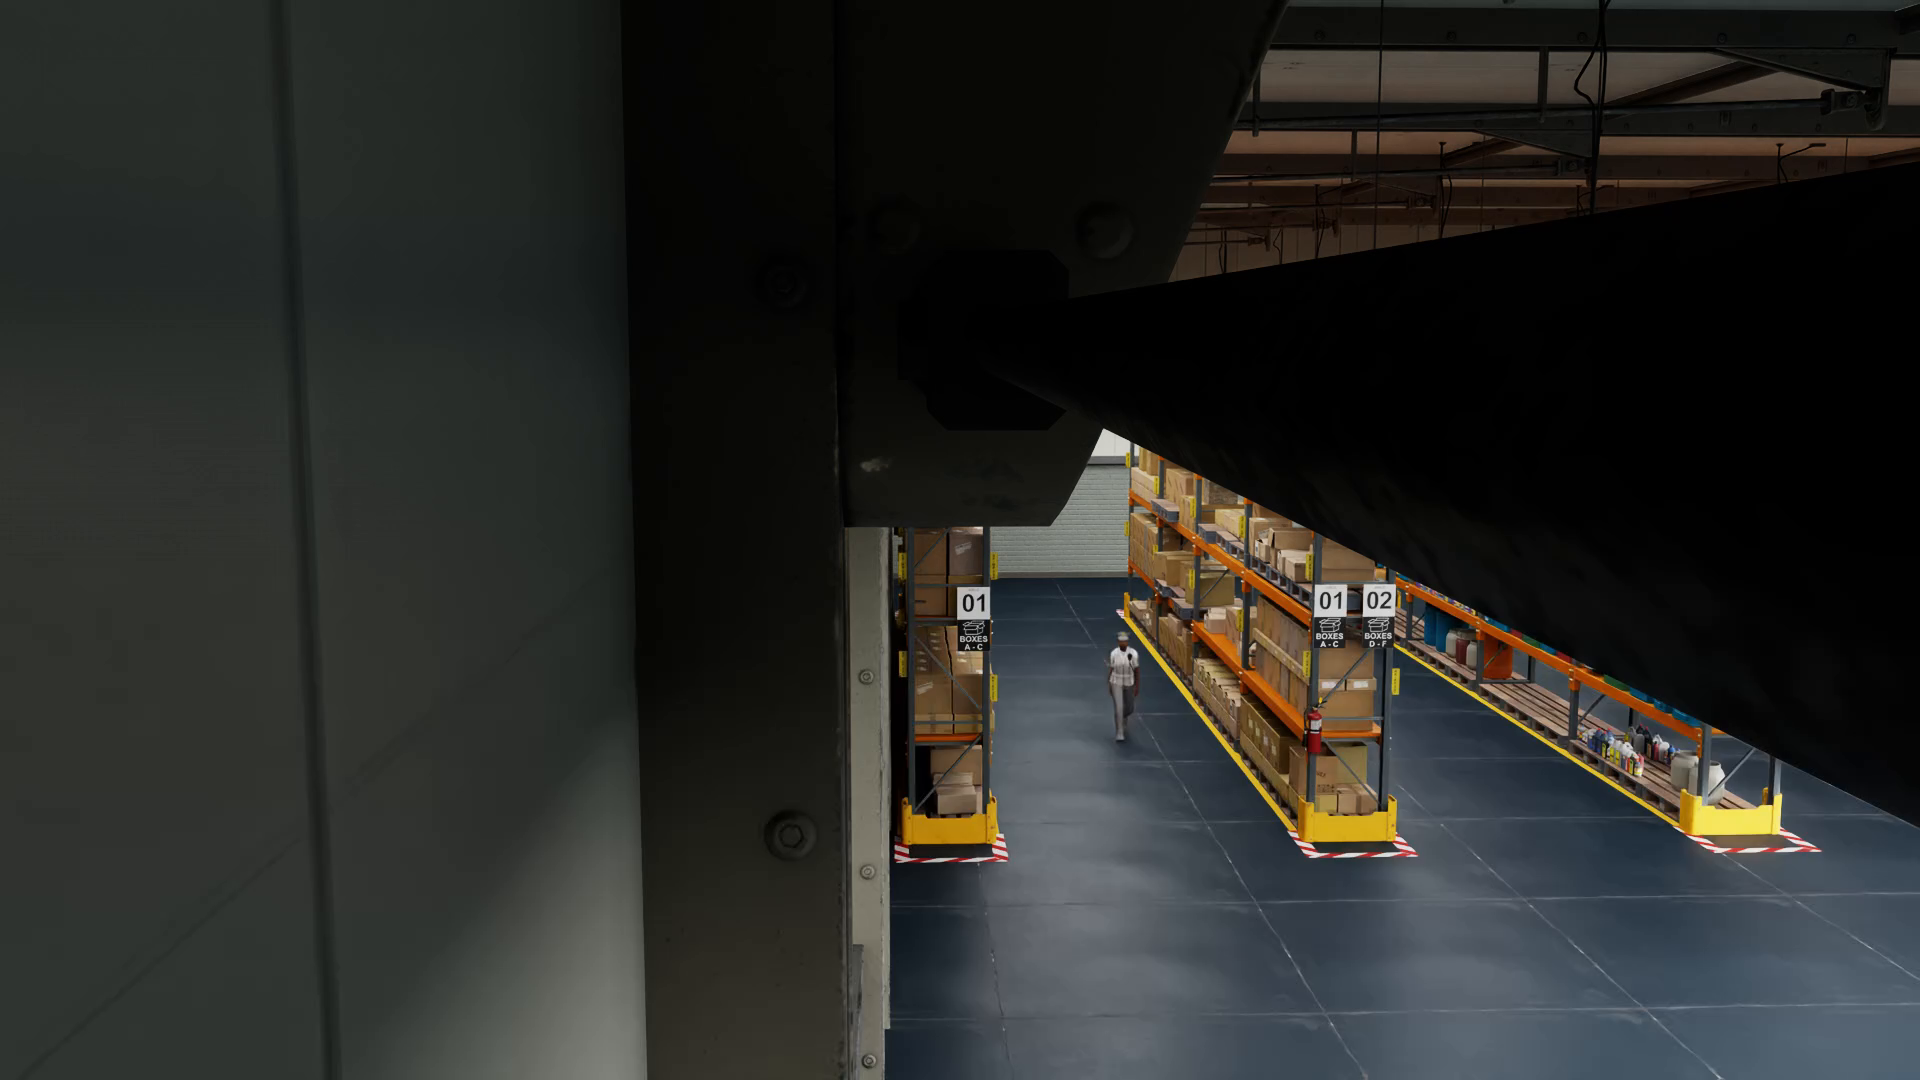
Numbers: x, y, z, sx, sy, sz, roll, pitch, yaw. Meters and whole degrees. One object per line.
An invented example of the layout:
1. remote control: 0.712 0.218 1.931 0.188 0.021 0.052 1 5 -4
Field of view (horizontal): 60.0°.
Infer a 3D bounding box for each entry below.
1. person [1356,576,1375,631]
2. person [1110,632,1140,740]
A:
1. person: 7.914 1.223 33.014 0.590 1.777 0.887 4 8 27
2. person: 2.531 2.207 25.758 0.454 1.647 0.863 -1 7 -5
